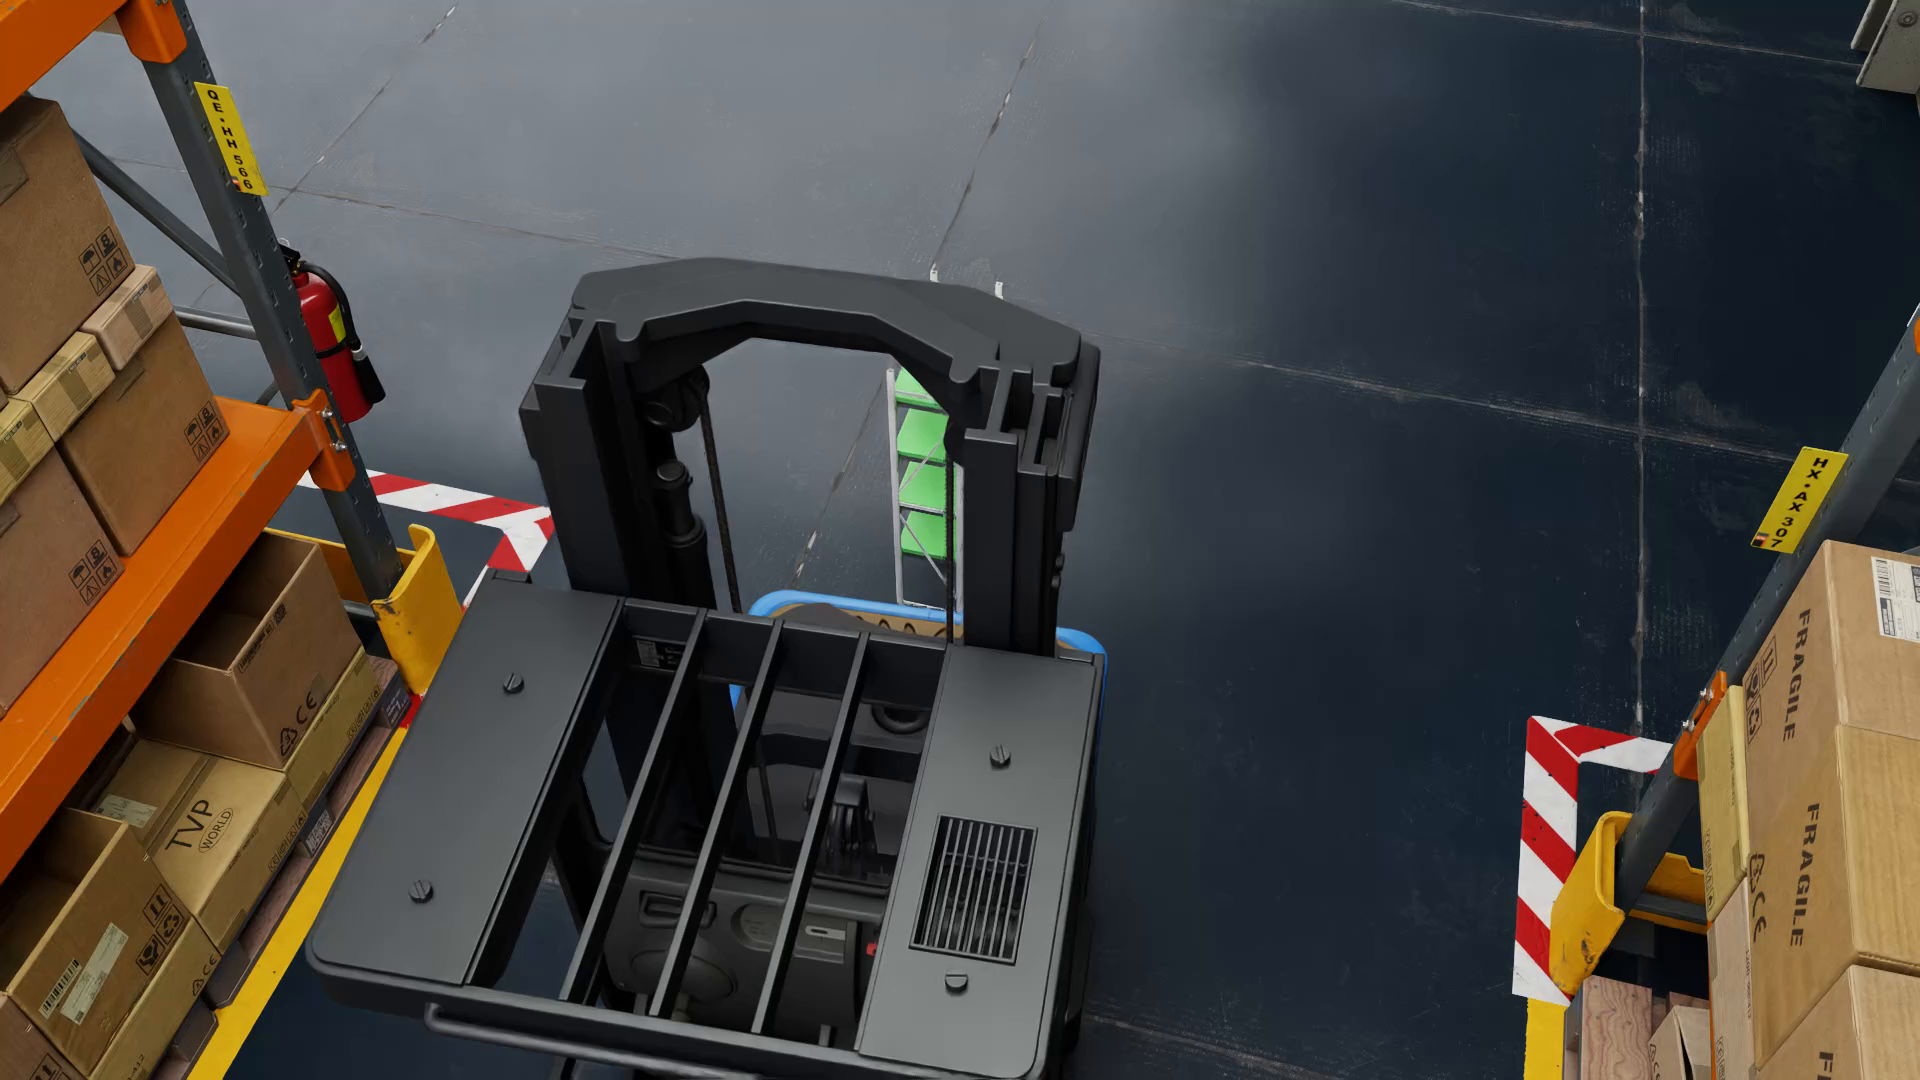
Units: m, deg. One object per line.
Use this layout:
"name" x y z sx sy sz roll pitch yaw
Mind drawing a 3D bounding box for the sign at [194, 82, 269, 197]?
"sign" -1.845 -1.012 4.212 0.100 0.325 0.005 12 50 10

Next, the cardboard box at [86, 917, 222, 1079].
"cardboard box" -2.471 1.276 4.677 0.500 0.250 0.500 12 50 10

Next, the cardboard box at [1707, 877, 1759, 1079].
"cardboard box" 1.857 1.019 3.436 0.500 0.250 0.500 10 49 9

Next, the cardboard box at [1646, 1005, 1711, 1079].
"cardboard box" 2.146 1.535 4.395 0.500 0.311 0.500 7 49 6

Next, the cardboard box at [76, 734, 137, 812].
"cardboard box" -2.849 0.810 5.088 0.500 0.250 0.500 12 50 10

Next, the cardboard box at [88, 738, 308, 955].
"cardboard box" -2.341 0.914 4.997 0.500 0.250 0.500 12 50 10

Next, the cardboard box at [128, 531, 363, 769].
"cardboard box" -2.219 0.302 5.036 0.500 0.500 0.500 12 50 10

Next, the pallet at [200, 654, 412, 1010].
"pallet" -2.526 0.817 5.388 1.003 0.211 1.213 12 50 10

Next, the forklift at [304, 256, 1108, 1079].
"forklift" -0.344 1.023 3.392 1.130 2.935 3.031 8 49 7

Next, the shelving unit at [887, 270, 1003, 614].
"shelving unit" -0.044 -0.277 5.694 0.258 1.200 0.503 12 50 10

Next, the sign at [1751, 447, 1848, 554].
"sign" 1.892 -0.086 3.748 0.100 0.325 0.005 12 50 10

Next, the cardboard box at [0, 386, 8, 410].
"cardboard box" -2.647 -0.375 3.648 0.700 0.500 0.500 10 49 9

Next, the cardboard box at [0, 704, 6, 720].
"cardboard box" -2.770 0.374 3.853 0.700 0.500 0.500 12 50 10

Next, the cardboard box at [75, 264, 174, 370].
"cardboard box" -2.282 -0.601 4.280 0.380 0.149 0.250 11 49 9

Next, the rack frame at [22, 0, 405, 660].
"rack frame" -2.365 -0.667 4.838 1.000 3.000 0.127 12 50 10

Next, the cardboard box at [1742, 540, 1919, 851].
"cardboard box" 2.000 0.389 3.493 0.500 0.500 0.500 12 50 10

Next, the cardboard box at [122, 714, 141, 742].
"cardboard box" -2.721 0.448 5.408 0.500 0.250 0.500 12 50 10

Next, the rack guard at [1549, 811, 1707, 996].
"rack guard" 2.395 1.190 4.866 1.175 0.500 0.348 12 50 10

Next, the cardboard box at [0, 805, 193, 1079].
"cardboard box" -2.468 1.028 4.395 0.500 0.500 0.500 12 50 10

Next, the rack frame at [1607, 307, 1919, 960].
"rack frame" 2.415 0.308 3.978 1.000 3.000 0.127 12 50 10

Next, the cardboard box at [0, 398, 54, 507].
"cardboard box" -2.416 -0.226 3.950 0.380 0.149 0.250 11 49 9

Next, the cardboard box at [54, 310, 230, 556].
"cardboard box" -2.500 -0.365 4.505 0.700 0.500 0.500 12 50 10

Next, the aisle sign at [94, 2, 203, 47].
"aisle sign" -2.064 -1.517 3.854 0.394 0.787 0.004 12 50 10

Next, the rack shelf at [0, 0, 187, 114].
"rack shelf" -2.891 0.025 2.706 1.077 0.370 4.000 12 50 10

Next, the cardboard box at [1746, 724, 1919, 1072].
"cardboard box" 1.860 0.744 3.179 0.500 0.500 0.500 12 50 10

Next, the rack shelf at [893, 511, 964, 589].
"rack shelf" -0.044 -0.076 5.922 0.258 0.148 0.480 12 50 10

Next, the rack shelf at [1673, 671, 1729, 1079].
"rack shelf" 1.889 1.992 2.971 1.077 0.370 4.000 12 50 10

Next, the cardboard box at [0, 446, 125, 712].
"cardboard box" -2.634 0.016 4.169 0.700 0.500 0.500 13 50 11

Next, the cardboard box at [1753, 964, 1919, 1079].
"cardboard box" 1.718 1.117 2.850 0.500 0.500 0.500 10 49 9

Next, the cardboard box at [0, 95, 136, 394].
"cardboard box" -2.514 -0.756 3.985 0.700 0.500 0.500 12 50 10

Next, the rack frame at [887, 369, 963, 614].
"rack frame" -0.108 -0.101 5.539 0.240 1.200 0.015 12 50 10

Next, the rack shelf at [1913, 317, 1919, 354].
"rack shelf" 1.889 1.000 1.846 1.077 0.370 4.000 12 50 10

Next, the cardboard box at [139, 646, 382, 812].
"cardboard box" -2.221 0.550 5.318 0.500 0.250 0.500 12 50 10

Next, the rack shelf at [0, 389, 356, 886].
"rack shelf" -2.891 1.018 3.831 1.077 0.370 4.000 12 50 10

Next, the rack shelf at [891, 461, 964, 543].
"rack shelf" -0.044 -0.235 5.742 0.258 0.148 0.480 12 50 10

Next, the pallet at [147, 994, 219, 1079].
"pallet" -2.849 1.697 4.612 1.003 0.211 1.213 12 50 10

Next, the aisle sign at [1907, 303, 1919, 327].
"aisle sign" 2.145 -0.664 3.101 0.394 0.787 0.004 12 50 10

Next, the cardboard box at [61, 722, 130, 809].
"cardboard box" -2.850 0.562 4.807 0.500 0.500 0.500 12 50 10

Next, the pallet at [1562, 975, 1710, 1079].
"pallet" 2.147 1.866 4.462 1.003 0.211 1.213 12 50 10

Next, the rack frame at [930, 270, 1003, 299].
"rack frame" 0.021 -0.454 5.850 0.240 1.200 0.015 12 50 10

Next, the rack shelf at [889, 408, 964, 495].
"rack shelf" -0.044 -0.394 5.562 0.258 0.148 0.480 12 50 10

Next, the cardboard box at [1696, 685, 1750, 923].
"cardboard box" 1.980 0.641 3.770 0.500 0.250 0.500 10 49 9

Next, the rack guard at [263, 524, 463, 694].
"rack guard" -2.359 0.143 5.791 1.175 0.500 0.348 12 50 10

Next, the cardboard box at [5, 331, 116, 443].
"cardboard box" -2.349 -0.411 4.113 0.380 0.149 0.250 13 50 11

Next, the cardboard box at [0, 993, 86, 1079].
"cardboard box" -2.601 1.390 4.076 0.500 0.500 0.500 12 50 10

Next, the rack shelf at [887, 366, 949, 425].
"rack shelf" -0.044 -0.553 5.383 0.258 0.148 0.480 12 50 10

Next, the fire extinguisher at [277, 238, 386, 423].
"fire extinguisher" -1.886 -0.635 4.862 0.296 0.674 0.183 12 50 10
